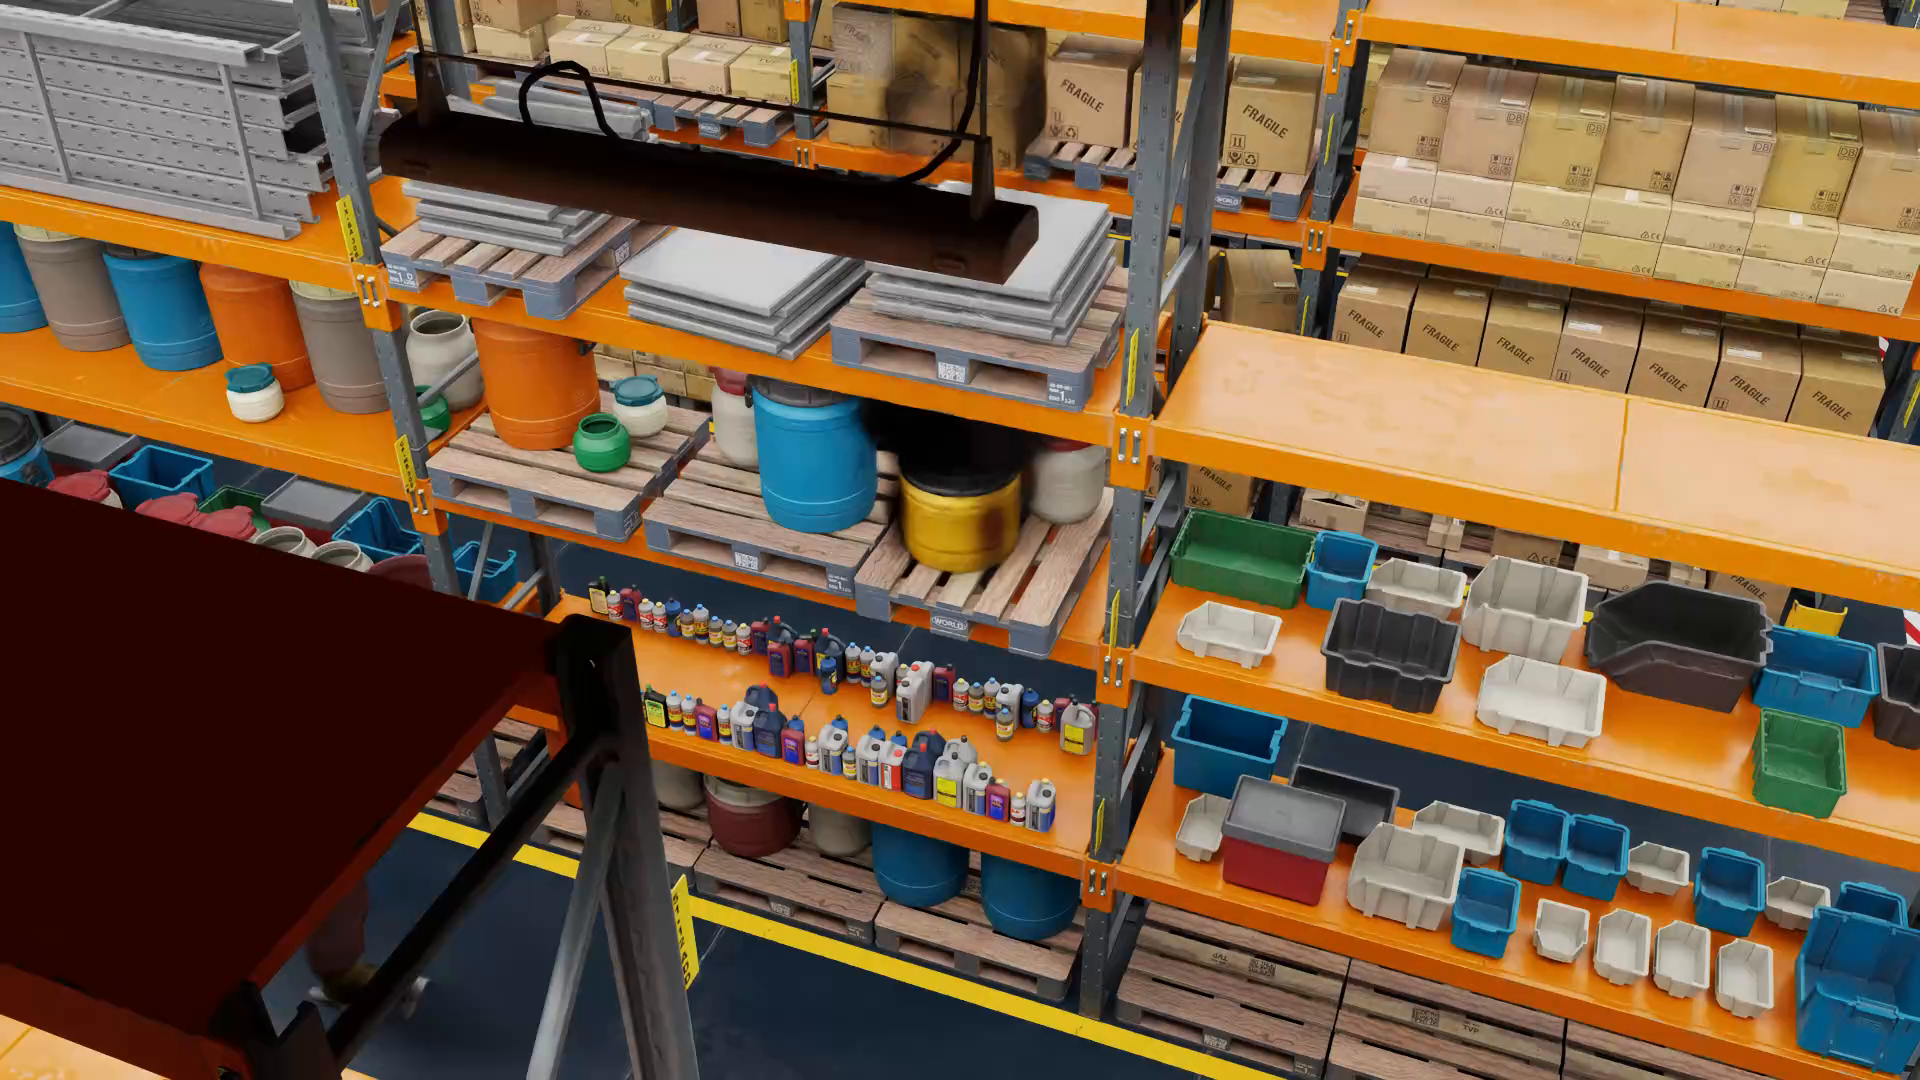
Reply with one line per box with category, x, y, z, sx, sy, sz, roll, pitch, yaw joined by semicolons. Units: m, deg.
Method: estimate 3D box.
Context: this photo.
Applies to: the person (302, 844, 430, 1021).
person;-3.390;2.075;9.189;0.941;1.739;0.706;9;37;12
